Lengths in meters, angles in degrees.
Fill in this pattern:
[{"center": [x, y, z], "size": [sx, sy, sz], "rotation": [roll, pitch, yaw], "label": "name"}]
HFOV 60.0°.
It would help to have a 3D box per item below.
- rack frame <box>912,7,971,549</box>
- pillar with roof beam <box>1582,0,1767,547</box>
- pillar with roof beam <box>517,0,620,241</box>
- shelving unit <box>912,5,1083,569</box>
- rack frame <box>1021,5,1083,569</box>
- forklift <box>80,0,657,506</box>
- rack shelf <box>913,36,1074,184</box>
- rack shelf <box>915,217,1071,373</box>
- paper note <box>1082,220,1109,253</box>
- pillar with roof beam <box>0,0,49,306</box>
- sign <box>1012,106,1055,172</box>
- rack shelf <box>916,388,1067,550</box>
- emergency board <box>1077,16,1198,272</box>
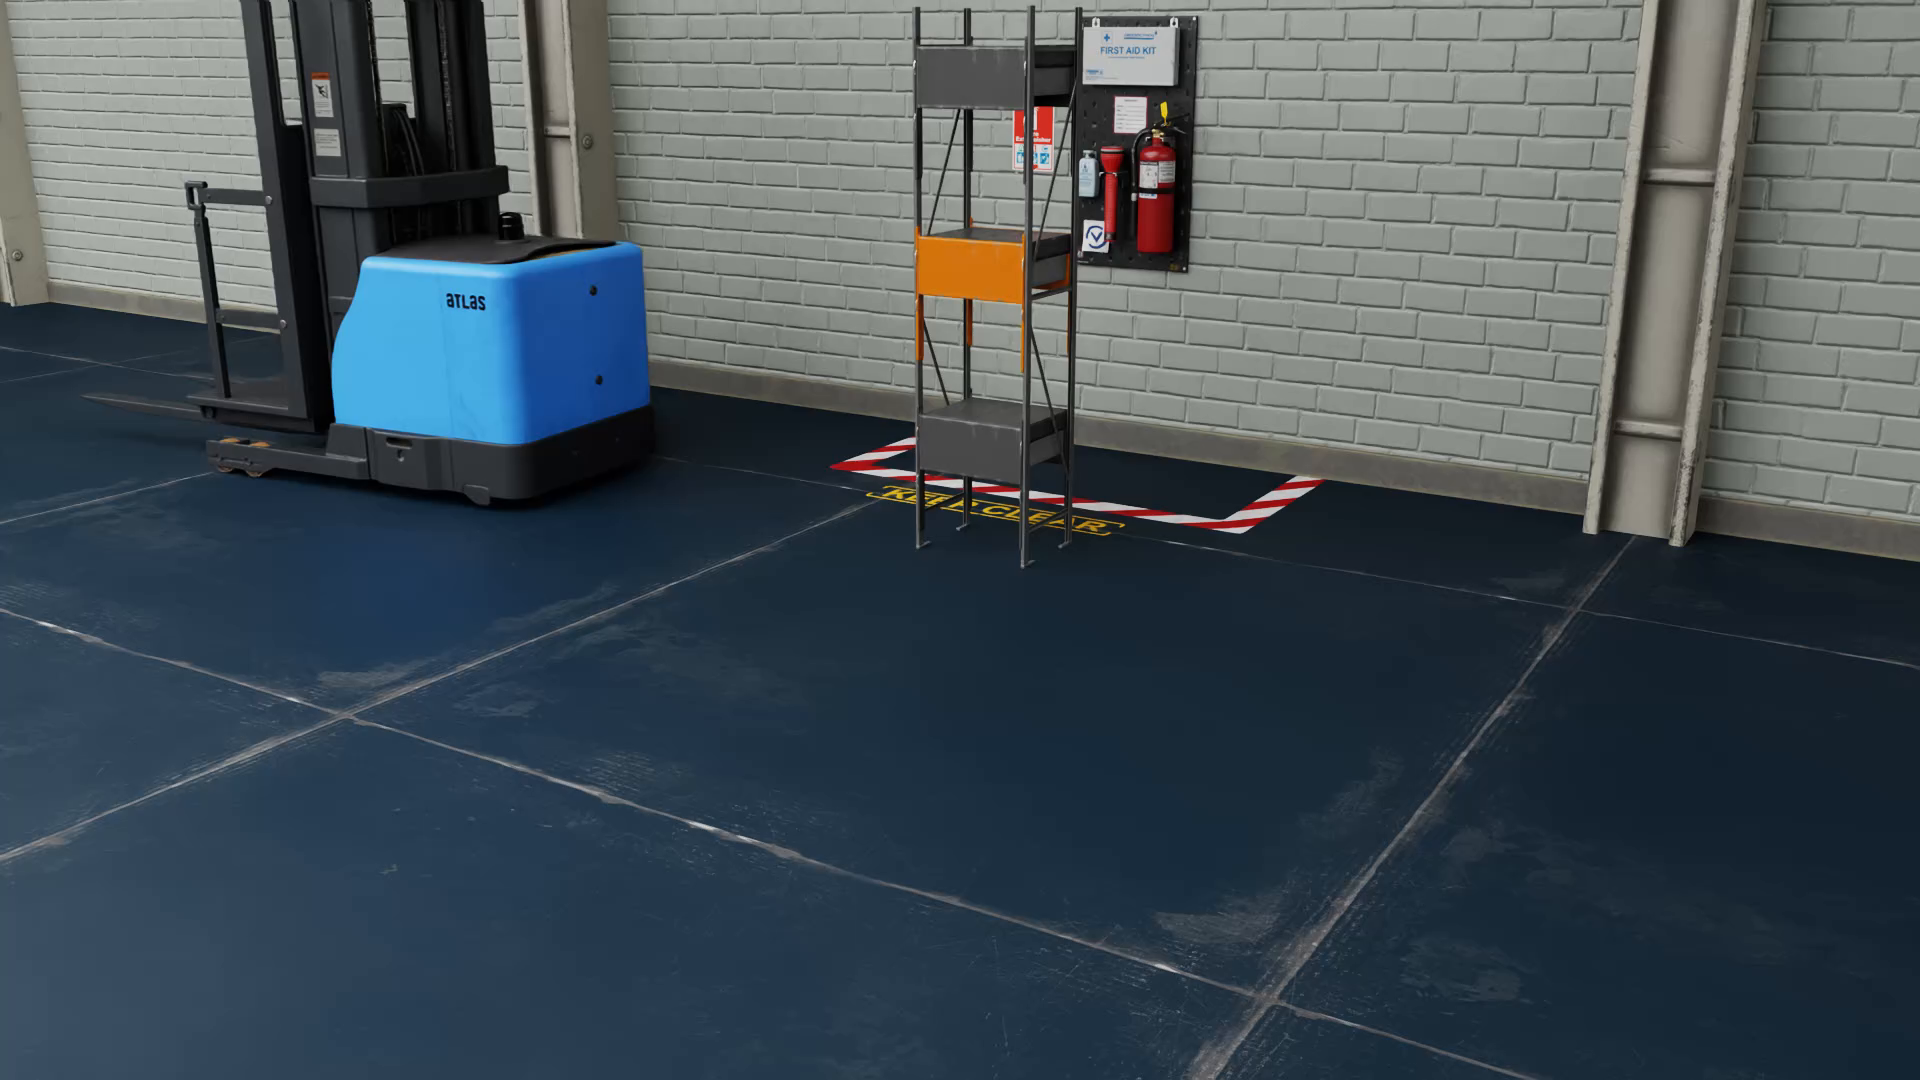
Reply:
[{"center": [-0.067, -1.017, 6.615], "size": [0.015, 2.100, 0.400], "rotation": [10, 20, 30], "label": "rack frame"}, {"center": [0.611, -3.279, 2.194], "size": [0.400, 9.000, 9.100], "rotation": [10, 20, 30], "label": "pillar with roof beam"}, {"center": [-4.502, -4.192, 5.198], "size": [0.400, 9.000, 9.100], "rotation": [10, 20, 30], "label": "pillar with roof beam"}, {"center": [0.141, -0.980, 6.493], "size": [0.503, 2.100, 0.431], "rotation": [10, 20, 30], "label": "shelving unit"}, {"center": [0.349, -0.942, 6.371], "size": [0.015, 2.100, 0.400], "rotation": [10, 20, 30], "label": "rack frame"}, {"center": [-3.023, -1.827, 7.851], "size": [3.031, 2.935, 1.130], "rotation": [8, 19, 25], "label": "forklift"}, {"center": [0.141, -1.636, 6.294], "size": [0.480, 0.518, 0.431], "rotation": [10, 20, 30], "label": "rack shelf"}, {"center": [0.141, -0.966, 6.497], "size": [0.480, 0.518, 0.431], "rotation": [10, 20, 30], "label": "rack shelf"}, {"center": [0.663, -1.483, 8.117], "size": [0.142, 0.148, 0.016], "rotation": [10, 20, 30], "label": "paper note"}, {"center": [-9.615, -5.105, 8.203], "size": [0.400, 9.000, 9.100], "rotation": [10, 20, 30], "label": "pillar with roof beam"}, {"center": [0.361, -1.987, 8.200], "size": [0.234, 0.329, 0.001], "rotation": [10, 20, 30], "label": "sign"}, {"center": [0.141, -0.297, 6.701], "size": [0.480, 0.518, 0.431], "rotation": [10, 20, 30], "label": "rack shelf"}, {"center": [0.778, -1.860, 7.845], "size": [0.643, 1.169, 0.194], "rotation": [10, 20, 30], "label": "emergency board"}]
